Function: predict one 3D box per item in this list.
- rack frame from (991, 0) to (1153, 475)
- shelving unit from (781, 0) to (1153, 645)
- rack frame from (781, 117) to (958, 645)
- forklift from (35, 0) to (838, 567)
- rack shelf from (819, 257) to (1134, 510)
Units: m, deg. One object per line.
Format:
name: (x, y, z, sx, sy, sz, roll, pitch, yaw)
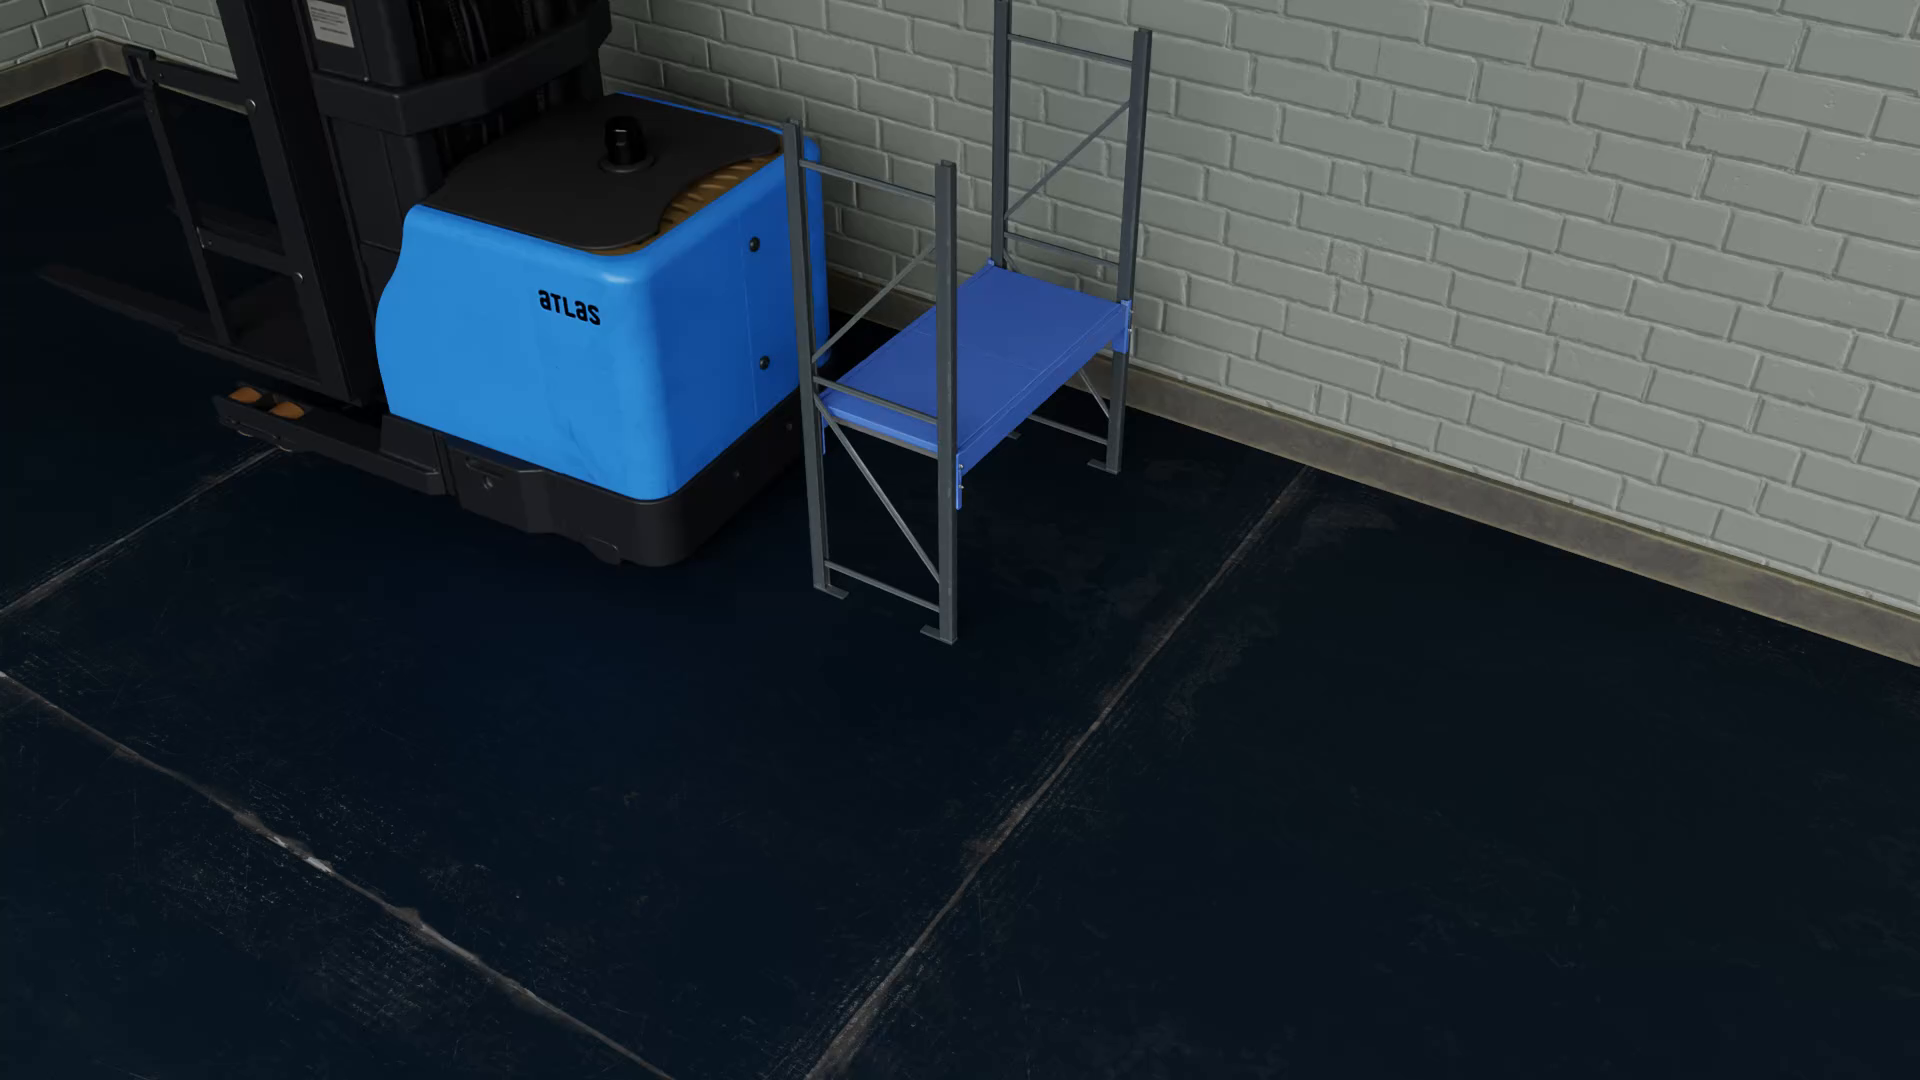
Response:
rack frame: (0.318, -0.900, 5.189, 0.500, 1.500, 0.032, 21, 42, 25)
shelving unit: (0.046, -0.638, 4.849, 0.538, 1.500, 1.048, 21, 42, 25)
rack frame: (-0.227, -0.376, 4.509, 0.500, 1.500, 0.032, 21, 42, 25)
forklift: (-1.956, -1.722, 5.083, 3.031, 2.935, 1.130, 18, 41, 22)
rack shelf: (0.046, -0.496, 4.959, 0.538, 0.185, 1.000, 21, 42, 25)
